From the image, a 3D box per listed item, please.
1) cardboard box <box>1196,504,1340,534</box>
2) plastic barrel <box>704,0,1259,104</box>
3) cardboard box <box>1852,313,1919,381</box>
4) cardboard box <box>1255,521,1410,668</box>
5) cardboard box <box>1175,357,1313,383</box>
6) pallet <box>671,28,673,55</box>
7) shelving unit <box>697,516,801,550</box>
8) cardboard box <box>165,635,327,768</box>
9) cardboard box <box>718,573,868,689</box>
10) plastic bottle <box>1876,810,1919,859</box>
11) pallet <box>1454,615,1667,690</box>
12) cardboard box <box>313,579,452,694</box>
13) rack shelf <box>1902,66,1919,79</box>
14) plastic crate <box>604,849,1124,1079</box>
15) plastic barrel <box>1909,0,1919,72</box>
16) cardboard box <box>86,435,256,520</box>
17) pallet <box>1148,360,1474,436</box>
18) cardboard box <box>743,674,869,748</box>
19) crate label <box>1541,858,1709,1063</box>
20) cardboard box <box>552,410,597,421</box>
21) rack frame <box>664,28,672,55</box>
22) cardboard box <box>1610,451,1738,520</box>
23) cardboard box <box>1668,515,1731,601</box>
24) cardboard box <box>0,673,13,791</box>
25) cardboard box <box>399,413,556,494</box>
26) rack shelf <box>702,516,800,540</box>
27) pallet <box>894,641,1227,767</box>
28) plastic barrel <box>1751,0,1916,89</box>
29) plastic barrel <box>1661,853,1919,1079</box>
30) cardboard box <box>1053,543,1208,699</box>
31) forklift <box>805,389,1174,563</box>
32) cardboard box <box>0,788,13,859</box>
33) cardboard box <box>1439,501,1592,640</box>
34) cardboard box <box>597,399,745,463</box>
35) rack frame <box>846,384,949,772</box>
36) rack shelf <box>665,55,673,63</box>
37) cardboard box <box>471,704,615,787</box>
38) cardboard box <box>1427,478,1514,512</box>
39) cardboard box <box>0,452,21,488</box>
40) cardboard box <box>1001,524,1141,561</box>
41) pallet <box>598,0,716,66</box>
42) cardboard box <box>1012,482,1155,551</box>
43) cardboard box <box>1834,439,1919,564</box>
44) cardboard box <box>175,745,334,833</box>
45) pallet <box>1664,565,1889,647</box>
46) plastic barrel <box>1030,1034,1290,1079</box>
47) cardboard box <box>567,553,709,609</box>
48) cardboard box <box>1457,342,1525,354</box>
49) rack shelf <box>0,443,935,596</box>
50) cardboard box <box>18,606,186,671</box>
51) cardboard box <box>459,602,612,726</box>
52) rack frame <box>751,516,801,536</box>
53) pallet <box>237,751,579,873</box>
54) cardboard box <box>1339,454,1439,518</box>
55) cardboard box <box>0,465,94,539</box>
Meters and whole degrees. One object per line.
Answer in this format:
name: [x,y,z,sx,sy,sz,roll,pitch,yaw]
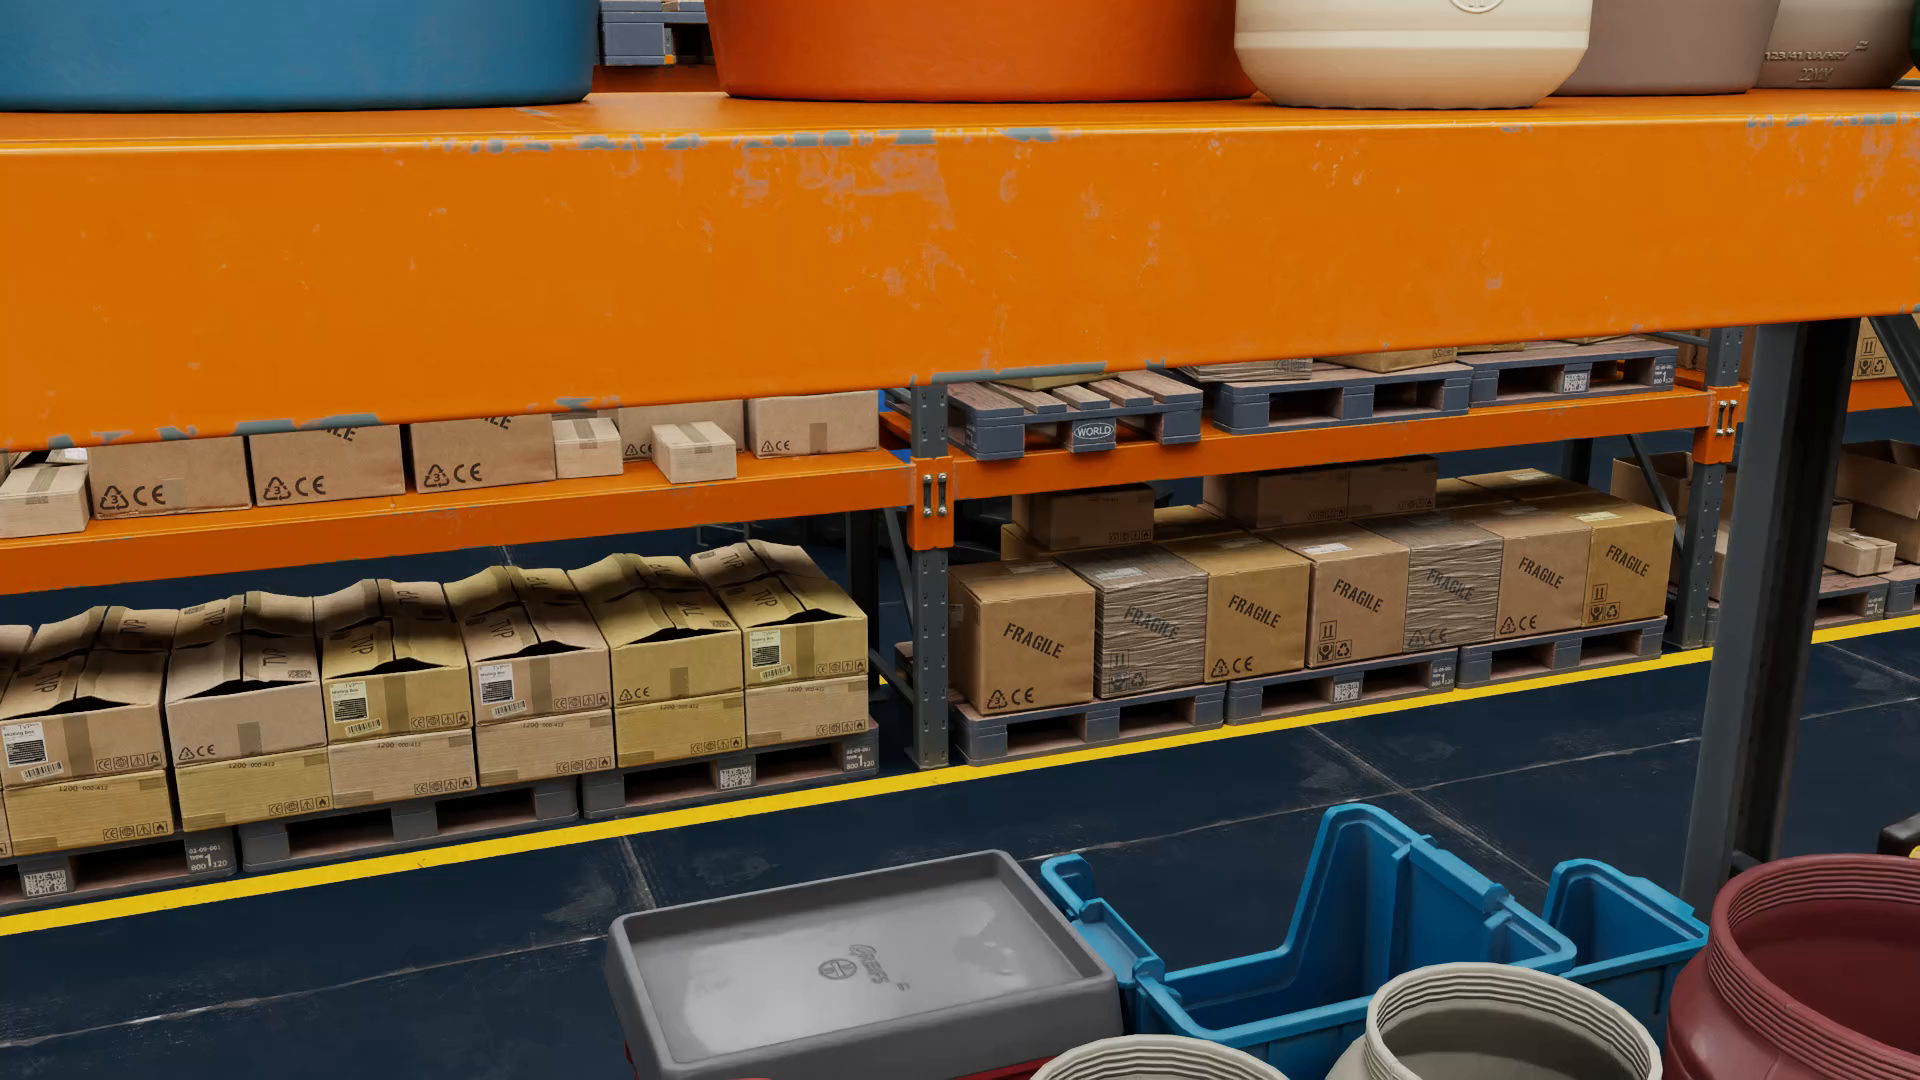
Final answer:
cardboard box: [1.479,0.104,8.076,0.500,0.500,0.500,-7,18,-22]
plastic barrel: [0.032,-0.872,1.657,0.708,0.830,0.600,-6,17,-20]
cardboard box: [4.504,-1.105,8.360,0.500,0.500,0.500,-6,17,-19]
cardboard box: [1.688,0.238,7.618,0.500,0.500,0.500,-7,18,-22]
cardboard box: [1.188,-1.006,7.279,0.500,0.500,0.700,-3,17,-10]
pallet: [-1.476,-3.352,11.201,1.003,0.211,1.213,-5,17,-18]
shelving unit: [-1.276,-1.006,9.798,0.431,2.100,0.503,10,19,31]
cardboard box: [-2.590,0.553,6.032,0.500,0.311,0.500,-7,18,-22]
cardboard box: [-0.683,0.345,6.741,0.500,0.311,0.500,-6,17,-19]
plastic bottle: [1.712,0.585,2.990,0.133,0.283,0.061,-6,17,-20]
pallet: [2.707,0.405,8.345,1.213,0.211,1.003,-6,17,-20]
cardboard box: [-2.321,0.361,6.686,0.500,0.311,0.500,-6,18,-21]
rack shelf: [5.321,-2.321,8.630,4.000,0.370,1.077,-6,17,-20]
plastic crate: [-0.131,0.734,2.163,0.583,0.464,0.402,-6,17,-20]
plastic barrel: [1.275,-0.644,1.921,0.294,0.245,0.294,0,16,0]
cardboard box: [-2.802,-0.393,5.934,0.500,0.500,0.500,-5,17,-16]
pallet: [1.532,-0.727,7.591,1.213,0.211,1.003,-6,17,-20]
cardboard box: [-0.686,0.613,6.821,0.500,0.250,0.500,-6,17,-19]
crate label: [0.959,0.706,2.667,0.416,0.233,0.303,-6,17,-20]
cardboard box: [-2.712,-0.850,11.325,0.500,0.500,0.700,-6,17,-19]
rack frame: [-2.058,-1.925,11.329,0.127,3.000,1.000,-6,17,-20]
cardboard box: [3.884,-0.169,9.005,0.500,0.500,0.500,-6,17,-20]
cardboard box: [3.923,0.069,8.532,0.500,0.311,0.500,-6,17,-20]
cardboard box: [-3.542,0.654,5.686,0.500,0.311,0.500,-6,17,-20]
cardboard box: [-1.843,-0.496,6.287,0.500,0.500,0.500,-7,18,-23]
rack shelf: [-1.276,-0.321,9.999,0.431,0.518,0.480,10,19,31]
pallet: [0.429,0.651,7.507,1.213,0.211,1.003,-6,17,-20]
plastic barrel: [1.087,-0.860,2.182,0.421,0.512,0.421,0,16,0]
plastic barrel: [1.162,0.743,2.003,0.708,0.536,0.600,-6,17,-20]
cardboard box: [0.732,0.342,7.267,0.500,0.500,0.500,-7,18,-22]
forklift: [0.574,-1.298,9.318,3.031,2.935,1.130,10,19,32]
cardboard box: [-3.552,0.924,5.763,0.500,0.250,0.500,-7,18,-21]
cardboard box: [2.630,0.136,7.967,0.500,0.500,0.500,-6,17,-20]
cardboard box: [-1.186,-0.540,6.771,0.500,0.311,0.500,-6,18,-21]
rack frame: [-0.282,-0.622,6.892,0.127,3.000,1.000,-6,17,-20]
rack shelf: [-0.190,-3.220,11.694,4.000,0.370,1.077,-6,17,-20]
cardboard box: [-1.637,0.716,6.471,0.500,0.250,0.500,-6,17,-19]
cardboard box: [2.420,0.005,8.414,0.500,0.500,0.500,-6,17,-19]
cardboard box: [-3.573,-0.208,5.748,0.500,0.250,0.500,-5,17,-17]
cardboard box: [0.507,0.210,7.713,0.500,0.500,0.500,-5,17,-18]
pallet: [-0.884,-1.878,6.183,1.003,0.211,1.213,-5,17,-18]
cardboard box: [0.558,-0.156,7.631,0.500,0.250,0.500,-5,17,-18]
cardboard box: [5.206,-0.229,9.204,0.637,0.503,0.797,-6,17,-20]
cardboard box: [-2.591,0.820,6.118,0.500,0.250,0.500,-7,18,-22]
pallet: [4.095,0.244,8.893,1.213,0.211,1.003,-6,17,-20]
plastic barrel: [0.209,0.831,1.748,0.421,0.512,0.421,0,16,0]
cardboard box: [-1.364,0.258,7.036,0.500,0.311,0.500,-7,18,-21]
cardboard box: [2.311,-1.200,7.937,0.500,0.500,0.700,-3,17,-11]
rack shelf: [-2.150,-0.075,6.306,4.000,0.370,1.077,-6,17,-20]
cardboard box: [-3.258,0.460,6.348,0.500,0.311,0.500,-6,17,-19]
cardboard box: [-1.638,0.449,6.385,0.500,0.311,0.500,-6,17,-20]
rack frame: [-1.147,-1.065,9.997,0.400,2.100,0.015,10,19,31]
pallet: [-2.202,0.911,6.622,1.213,0.211,1.003,-6,17,-20]
cardboard box: [1.981,-0.311,8.159,0.500,0.250,0.500,-6,17,-20]
cardboard box: [-3.117,-0.133,5.675,0.250,0.149,0.380,-6,17,-20]
